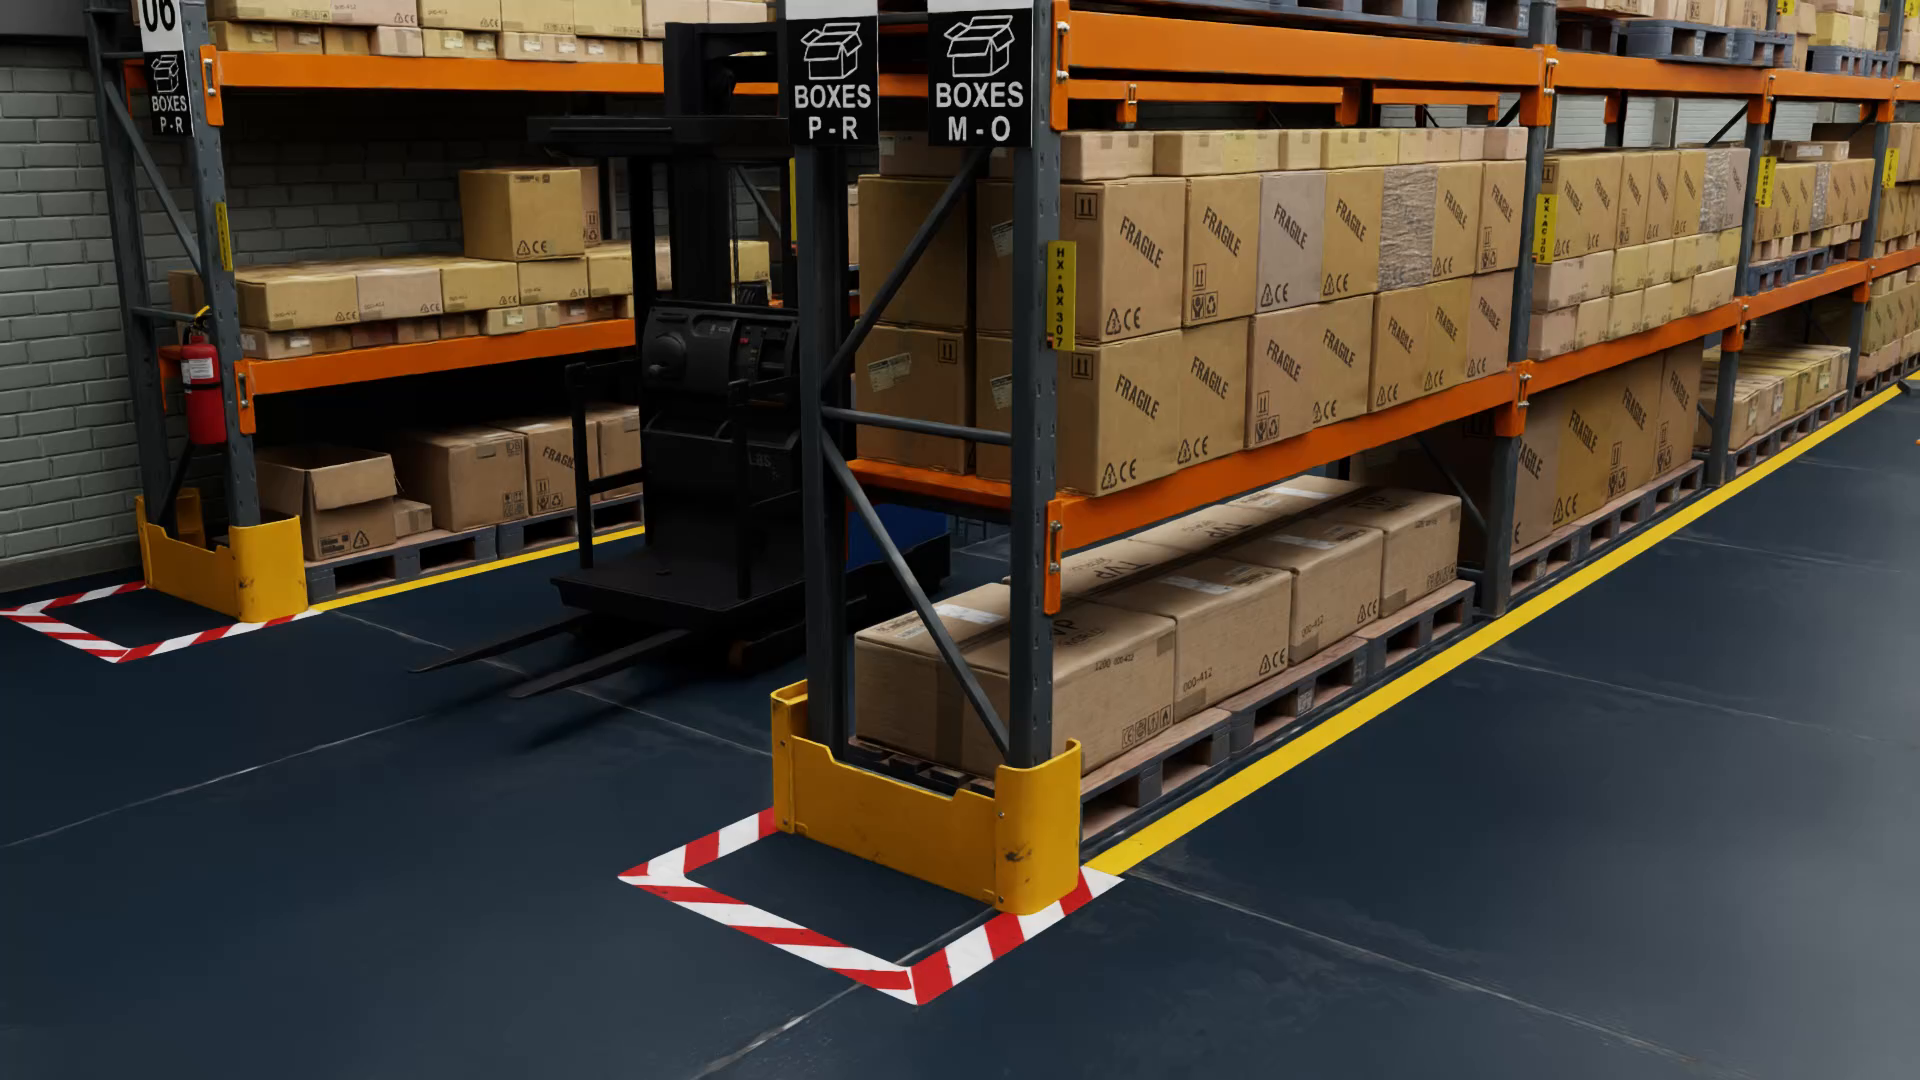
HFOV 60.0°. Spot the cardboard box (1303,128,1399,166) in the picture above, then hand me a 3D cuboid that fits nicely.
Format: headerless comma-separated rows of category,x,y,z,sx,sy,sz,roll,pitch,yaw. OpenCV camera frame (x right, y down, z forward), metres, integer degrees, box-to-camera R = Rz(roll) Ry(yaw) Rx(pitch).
cardboard box,1.592,-1.635,6.914,0.380,0.149,0.250,11,18,36

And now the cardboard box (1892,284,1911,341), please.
cardboard box,8.654,-2.171,15.787,0.500,0.500,0.500,12,19,40

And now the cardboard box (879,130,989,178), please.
cardboard box,-0.054,-1.312,5.642,0.380,0.149,0.250,12,18,38

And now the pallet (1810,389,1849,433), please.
pallet,6.930,-1.162,14.267,1.003,0.211,1.213,11,18,38

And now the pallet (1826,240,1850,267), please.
pallet,6.825,-2.446,14.047,1.003,0.211,1.213,11,18,38

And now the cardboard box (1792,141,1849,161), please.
cardboard box,6.881,-3.116,13.318,0.380,0.149,0.250,11,18,36

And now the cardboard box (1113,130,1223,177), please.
cardboard box,0.677,-1.330,5.716,0.380,0.149,0.250,12,19,39

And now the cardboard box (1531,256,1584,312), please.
cardboard box,2.886,-1.341,8.597,0.500,0.250,0.500,11,18,36

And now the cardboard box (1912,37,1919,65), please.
cardboard box,8.225,-4.330,14.683,0.500,0.250,0.500,11,18,37

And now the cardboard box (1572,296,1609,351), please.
cardboard box,3.196,-1.200,9.061,0.500,0.250,0.500,11,18,36

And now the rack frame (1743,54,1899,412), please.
rack frame,7.419,-2.662,14.511,1.000,3.000,0.127,11,18,38

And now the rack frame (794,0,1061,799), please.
rack frame,-0.124,-0.364,5.465,1.000,3.000,0.127,11,18,38

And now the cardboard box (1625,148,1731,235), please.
cardboard box,4.467,-2.190,10.419,0.500,0.500,0.500,12,18,39

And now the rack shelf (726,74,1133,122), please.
rack shelf,-0.216,-3.386,12.728,1.077,0.370,4.000,11,18,38

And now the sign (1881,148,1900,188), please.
sign,7.853,-3.138,14.033,0.100,0.325,0.005,11,18,38

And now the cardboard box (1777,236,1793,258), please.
cardboard box,5.854,-2.155,12.172,0.380,0.149,0.250,11,18,38

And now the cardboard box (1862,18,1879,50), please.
cardboard box,7.164,-4.113,13.580,0.500,0.250,0.500,11,18,36

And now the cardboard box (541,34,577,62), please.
cardboard box,-2.413,-2.816,9.533,0.380,0.149,0.250,12,18,39

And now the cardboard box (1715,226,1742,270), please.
cardboard box,4.798,-1.934,10.933,0.500,0.250,0.500,11,18,37

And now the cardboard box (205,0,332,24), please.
cardboard box,-3.495,-2.700,8.266,0.500,0.250,0.500,11,18,37

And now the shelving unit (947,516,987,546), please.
shelving unit,0.009,-0.584,9.986,0.258,1.200,0.189,11,18,38

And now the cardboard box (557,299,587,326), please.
cardboard box,-2.460,-1.383,9.985,0.380,0.149,0.250,11,18,37

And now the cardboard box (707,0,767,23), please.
cardboard box,-1.581,-3.292,10.597,0.500,0.250,0.500,11,18,38

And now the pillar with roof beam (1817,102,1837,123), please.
pillar with roof beam,23.364,-11.040,35.303,9.100,9.000,0.400,11,18,38

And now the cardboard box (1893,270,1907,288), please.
cardboard box,8.613,-2.448,15.557,0.380,0.149,0.250,13,19,41

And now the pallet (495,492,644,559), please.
pallet,-2.671,-0.180,10.404,1.003,0.211,1.213,11,18,38

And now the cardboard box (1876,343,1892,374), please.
cardboard box,8.326,-1.708,15.488,0.500,0.250,0.500,13,19,41

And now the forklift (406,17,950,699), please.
forklift,-1.263,-0.925,7.813,1.130,2.935,3.031,9,17,31

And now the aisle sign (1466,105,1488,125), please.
aisle sign,6.339,-5.423,20.098,0.394,0.787,0.004,11,18,38

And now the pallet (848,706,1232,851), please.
pallet,0.318,0.822,6.459,1.003,0.211,1.213,11,18,38

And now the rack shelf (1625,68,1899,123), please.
rack shelf,6.162,-3.385,12.723,1.077,0.370,4.000,11,18,38

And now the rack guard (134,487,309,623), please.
rack guard,-3.939,0.065,8.851,1.175,0.500,0.348,11,18,38

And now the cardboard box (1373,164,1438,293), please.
cardboard box,1.671,-1.335,7.054,0.500,0.500,0.500,12,18,38

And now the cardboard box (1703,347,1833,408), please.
cardboard box,6.642,-1.353,13.842,0.950,0.372,0.625,13,19,41

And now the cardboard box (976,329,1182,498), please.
cardboard box,0.401,-0.460,5.640,0.500,0.500,0.500,11,18,37

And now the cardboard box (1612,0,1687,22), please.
cardboard box,3.811,-3.018,9.240,0.396,0.266,0.258,13,19,42

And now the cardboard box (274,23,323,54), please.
cardboard box,-3.461,-2.543,8.460,0.380,0.149,0.250,12,18,39

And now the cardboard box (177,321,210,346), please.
cardboard box,-3.987,-1.115,8.930,0.380,0.149,0.250,11,18,37

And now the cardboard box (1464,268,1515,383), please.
cardboard box,2.298,-1.050,7.963,0.500,0.500,0.500,11,18,38

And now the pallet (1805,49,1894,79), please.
pallet,6.948,-3.923,13.764,1.213,0.211,1.003,11,18,38

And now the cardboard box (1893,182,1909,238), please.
cardboard box,8.209,-2.996,15.017,0.500,0.500,0.500,11,18,37

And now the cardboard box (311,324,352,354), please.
cardboard box,-3.443,-1.086,8.817,0.380,0.149,0.250,12,18,39

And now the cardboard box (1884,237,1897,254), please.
cardboard box,8.310,-2.705,15.190,0.380,0.149,0.250,12,19,39

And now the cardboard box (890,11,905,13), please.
cardboard box,-0.477,-3.621,11.645,0.380,0.149,0.250,12,18,38

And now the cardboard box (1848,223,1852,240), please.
cardboard box,7.130,-2.555,13.746,0.380,0.149,0.250,11,18,36

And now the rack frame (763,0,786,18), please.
rack frame,-1.473,-4.805,10.762,1.000,3.000,0.127,11,18,38

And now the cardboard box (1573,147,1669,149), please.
cardboard box,4.404,-2.373,11.137,0.500,0.500,0.500,11,18,36

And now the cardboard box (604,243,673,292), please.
cardboard box,-1.906,-1.736,10.564,0.500,0.250,0.500,11,18,38

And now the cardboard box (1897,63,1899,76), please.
cardboard box,7.809,-4.016,14.259,0.380,0.149,0.250,11,18,37

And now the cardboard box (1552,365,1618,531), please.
cardboard box,3.280,-0.609,9.892,0.875,0.875,0.875,12,19,39

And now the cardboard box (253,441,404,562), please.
cardboard box,-3.528,-0.228,9.145,0.797,0.503,0.637,10,18,35

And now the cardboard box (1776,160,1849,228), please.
cardboard box,6.667,-2.742,13.163,0.500,0.500,0.500,12,19,39
